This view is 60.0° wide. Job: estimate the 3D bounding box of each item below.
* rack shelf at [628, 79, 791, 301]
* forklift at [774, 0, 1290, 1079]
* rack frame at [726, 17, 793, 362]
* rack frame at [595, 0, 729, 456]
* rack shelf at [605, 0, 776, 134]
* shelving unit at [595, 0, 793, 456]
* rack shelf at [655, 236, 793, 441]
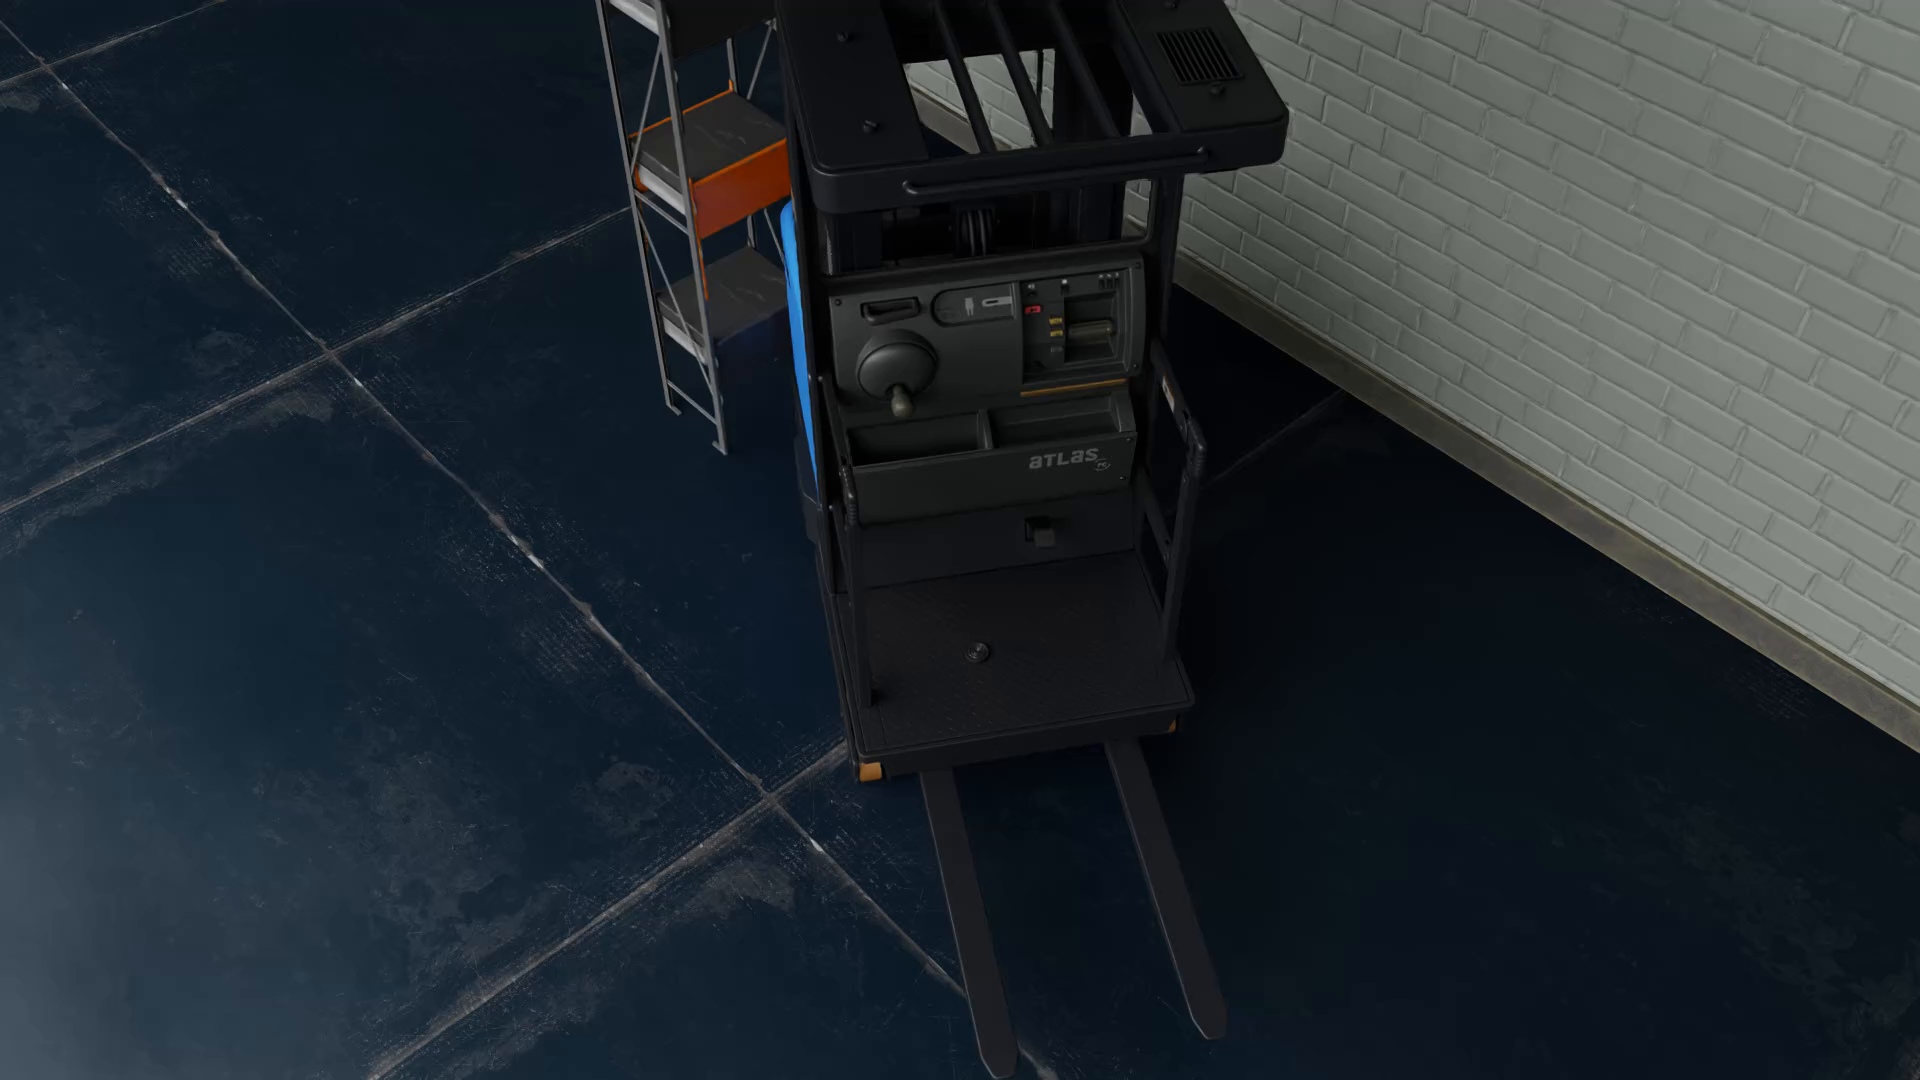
[{"bbox_3d":[-0.872,-1.267,6.009,0.480,0.518,0.431,-34,56,-27],"label":"rack shelf"},{"bbox_3d":[0.131,-0.497,4.714,1.130,2.935,3.031,-8,48,-7],"label":"forklift"},{"bbox_3d":[-0.692,-1.397,6.110,0.015,2.100,0.400,-34,56,-27],"label":"rack frame"},{"bbox_3d":[-1.053,-1.155,5.887,0.015,2.100,0.400,-34,56,-27],"label":"rack frame"},{"bbox_3d":[-0.872,-1.742,5.494,0.480,0.518,0.431,-34,56,-27],"label":"rack shelf"},{"bbox_3d":[-0.872,-1.276,5.999,0.503,2.100,0.431,-34,56,-27],"label":"shelving unit"},{"bbox_3d":[-0.872,-0.792,6.523,0.480,0.518,0.431,-34,56,-27],"label":"rack shelf"}]
